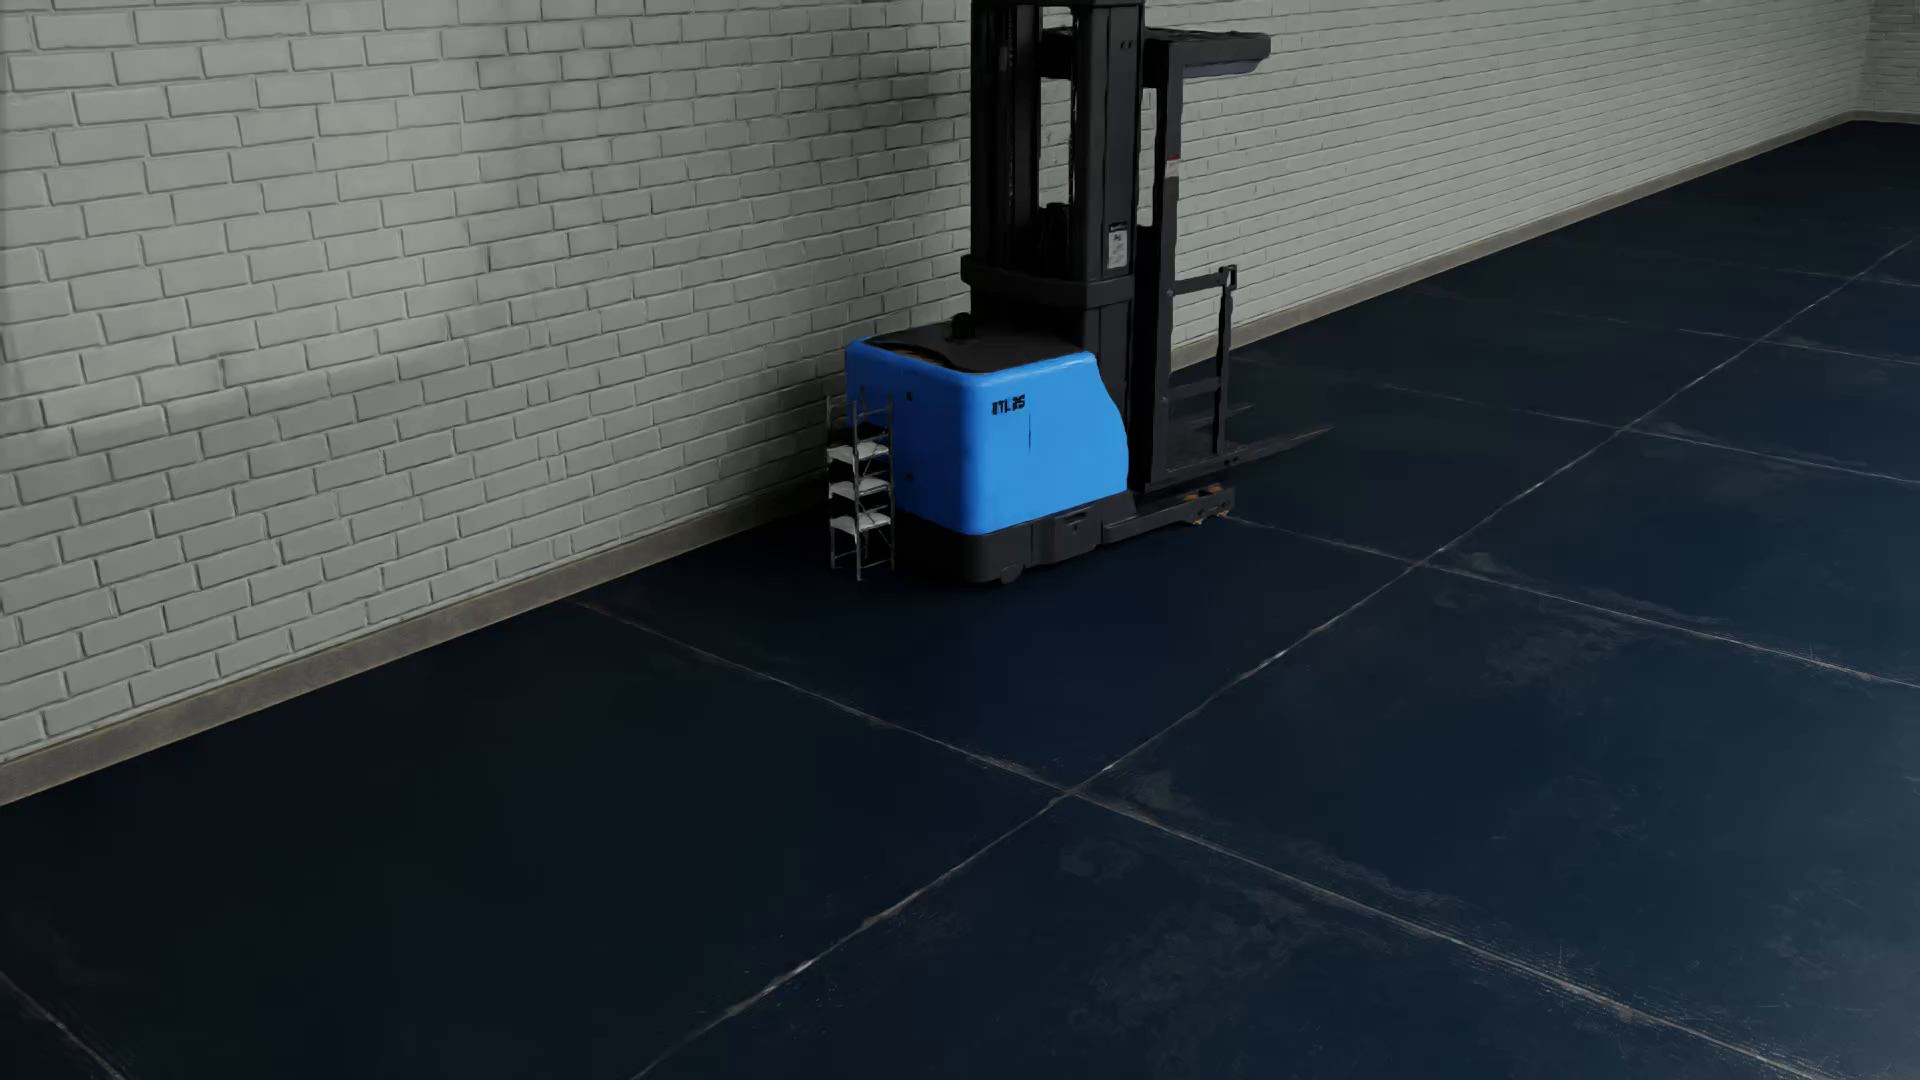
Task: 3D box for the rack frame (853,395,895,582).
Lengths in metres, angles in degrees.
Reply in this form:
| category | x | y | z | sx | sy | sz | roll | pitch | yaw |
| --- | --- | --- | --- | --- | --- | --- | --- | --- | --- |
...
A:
| category | x | y | z | sx | sy | sz | roll | pitch | yaw |
| --- | --- | --- | --- | --- | --- | --- | --- | --- | --- |
| rack frame | -0.414 | -0.247 | 8.047 | 0.240 | 0.900 | 0.006 | -18 | 27 | -39 |

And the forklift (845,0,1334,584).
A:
| category | x | y | z | sx | sy | sz | roll | pitch | yaw |
| --- | --- | --- | --- | --- | --- | --- | --- | --- | --- |
| forklift | 0.855 | -1.573 | 8.685 | 3.031 | 2.935 | 1.130 | -17 | 27 | -38 |

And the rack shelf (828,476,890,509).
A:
| category | x | y | z | sx | sy | sz | roll | pitch | yaw |
| --- | --- | --- | --- | --- | --- | --- | --- | --- | --- |
| rack shelf | -0.483 | -0.242 | 8.129 | 0.258 | 0.077 | 0.200 | -18 | 27 | -39 |

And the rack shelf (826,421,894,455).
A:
| category | x | y | z | sx | sy | sz | roll | pitch | yaw |
| --- | --- | --- | --- | --- | --- | --- | --- | --- | --- |
| rack shelf | -0.483 | -0.494 | 8.033 | 0.258 | 0.077 | 0.200 | -18 | 27 | -39 |

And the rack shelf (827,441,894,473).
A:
| category | x | y | z | sx | sy | sz | roll | pitch | yaw |
| --- | --- | --- | --- | --- | --- | --- | --- | --- | --- |
| rack shelf | -0.483 | -0.410 | 8.065 | 0.258 | 0.077 | 0.200 | -18 | 27 | -39 |

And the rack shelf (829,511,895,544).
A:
| category | x | y | z | sx | sy | sz | roll | pitch | yaw |
| --- | --- | --- | --- | --- | --- | --- | --- | --- | --- |
| rack shelf | -0.483 | -0.073 | 8.192 | 0.258 | 0.077 | 0.200 | -18 | 27 | -39 |

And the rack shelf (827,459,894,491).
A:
| category | x | y | z | sx | sy | sz | roll | pitch | yaw |
| --- | --- | --- | --- | --- | --- | --- | --- | --- | --- |
| rack shelf | -0.483 | -0.326 | 8.097 | 0.258 | 0.077 | 0.200 | -18 | 27 | -39 |

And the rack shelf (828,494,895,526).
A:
| category | x | y | z | sx | sy | sz | roll | pitch | yaw |
| --- | --- | --- | --- | --- | --- | --- | --- | --- | --- |
| rack shelf | -0.483 | -0.158 | 8.160 | 0.258 | 0.077 | 0.200 | -18 | 27 | -39 |

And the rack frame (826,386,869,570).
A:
| category | x | y | z | sx | sy | sz | roll | pitch | yaw |
| --- | --- | --- | --- | --- | --- | --- | --- | --- | --- |
| rack frame | -0.552 | -0.300 | 8.187 | 0.240 | 0.900 | 0.006 | -18 | 27 | -39 |

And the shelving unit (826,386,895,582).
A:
| category | x | y | z | sx | sy | sz | roll | pitch | yaw |
| --- | --- | --- | --- | --- | --- | --- | --- | --- | --- |
| shelving unit | -0.483 | -0.273 | 8.117 | 0.258 | 0.900 | 0.210 | -18 | 27 | -39 |
